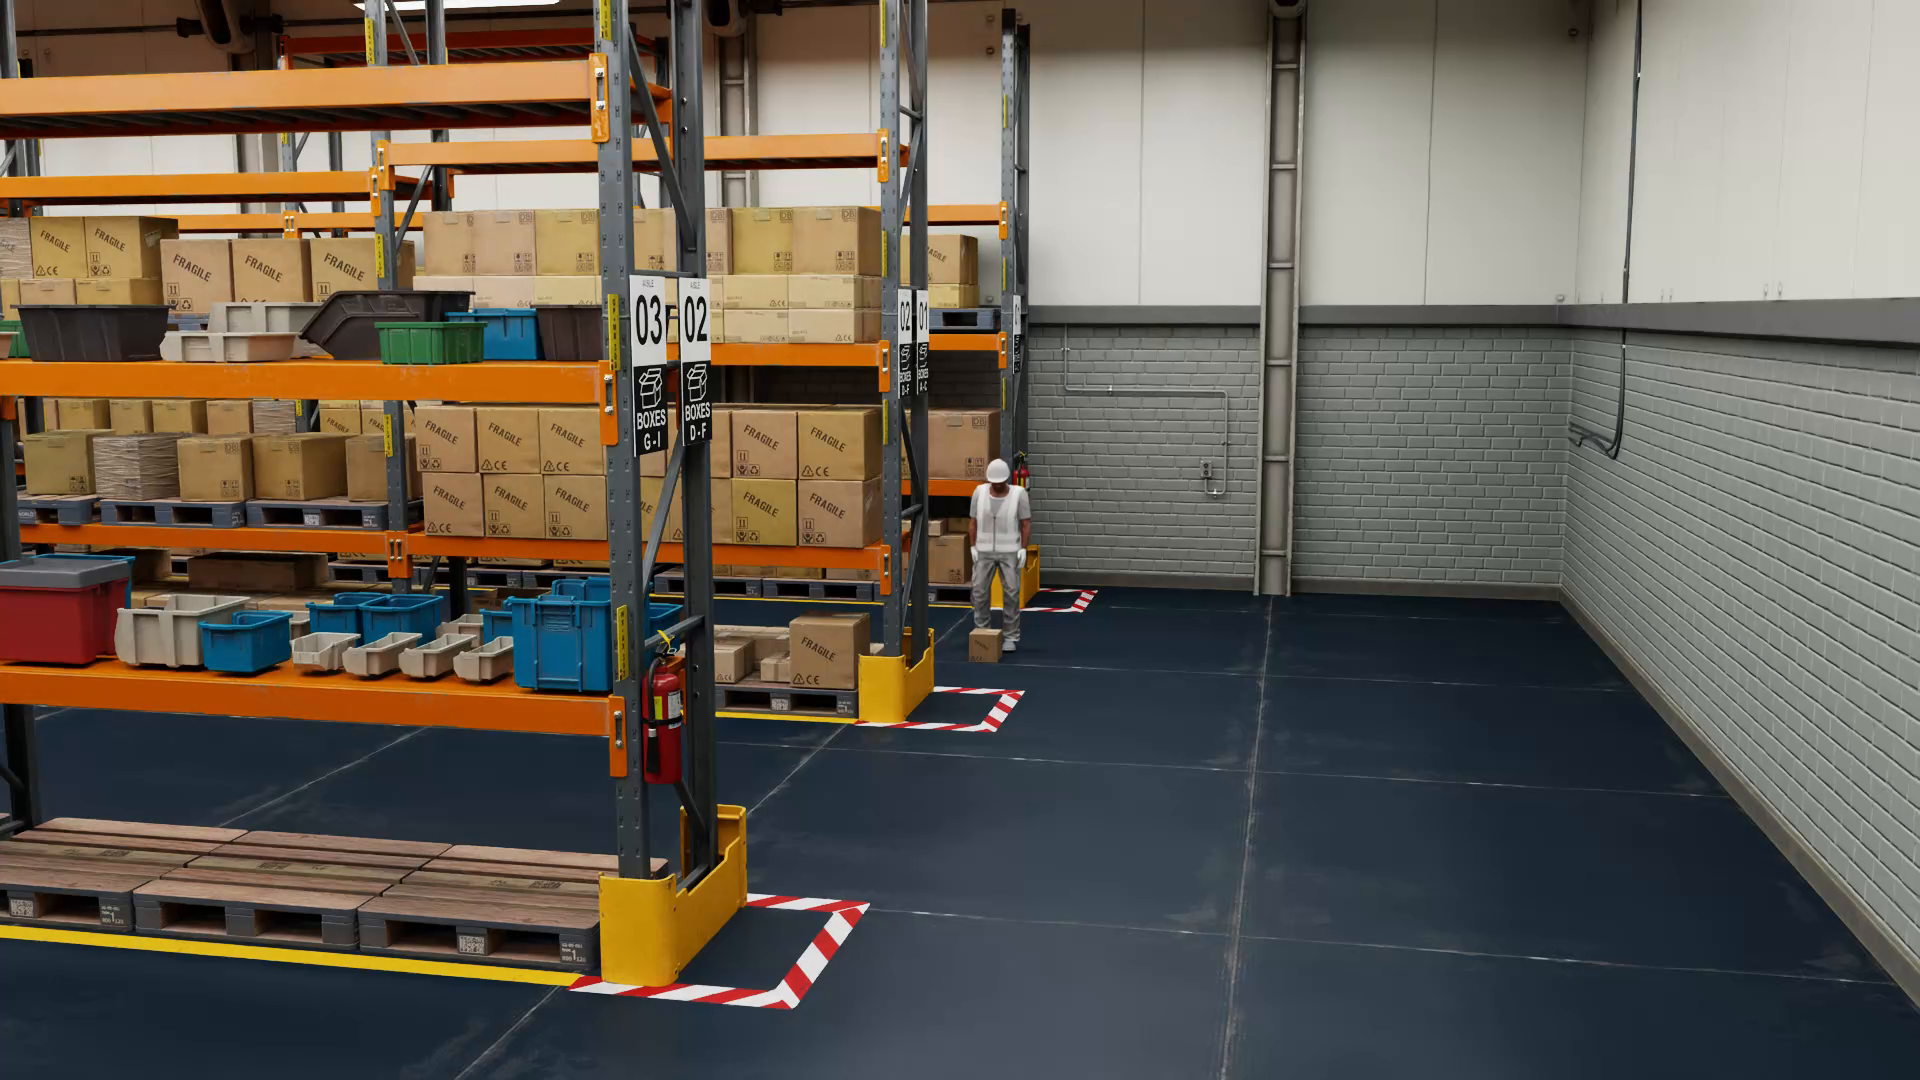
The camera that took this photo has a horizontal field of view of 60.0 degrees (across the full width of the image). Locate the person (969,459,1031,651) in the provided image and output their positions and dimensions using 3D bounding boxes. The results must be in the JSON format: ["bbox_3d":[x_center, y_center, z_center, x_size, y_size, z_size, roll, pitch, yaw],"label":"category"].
[{"bbox_3d":[0.355,0.130,14.966,0.569,1.741,0.442,2,8,13],"label":"person"}]
